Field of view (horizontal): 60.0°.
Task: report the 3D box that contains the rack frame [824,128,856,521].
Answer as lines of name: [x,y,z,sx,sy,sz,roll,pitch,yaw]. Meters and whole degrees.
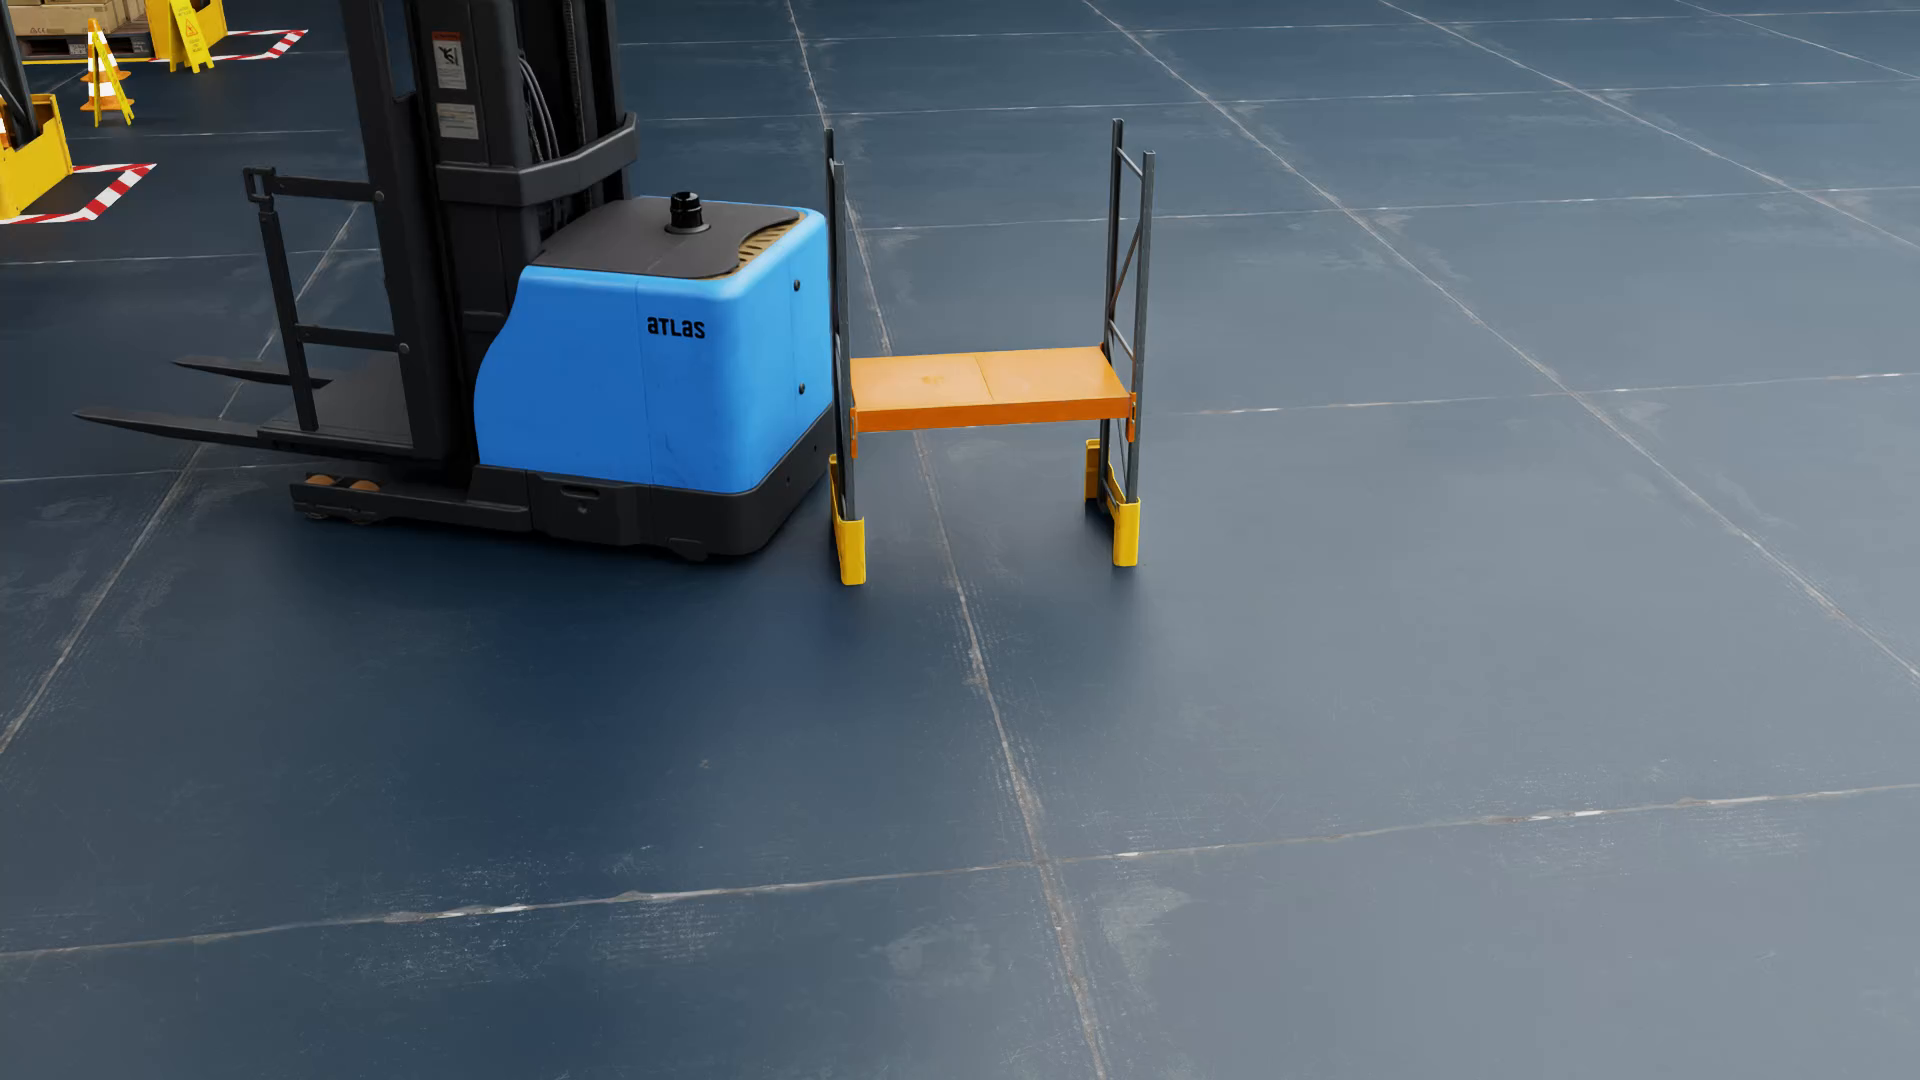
rack frame: [-0.419,-0.640,5.855,0.032,1.500,0.500,-4,27,-7]

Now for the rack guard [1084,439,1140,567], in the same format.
rack guard: [0.569,-0.148,6.264,0.087,0.250,0.587,-4,27,-7]

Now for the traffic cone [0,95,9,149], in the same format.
traffic cone: [-6.701,-2.994,11.579,0.334,0.463,0.336,-4,27,-7]

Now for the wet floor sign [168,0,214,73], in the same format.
wet floor sign: [-6.430,-4.227,13.781,0.232,0.644,0.267,6,28,11]

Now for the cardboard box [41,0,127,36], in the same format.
cardboard box: [-7.554,-4.535,14.354,0.500,0.250,0.500,-4,27,-7]

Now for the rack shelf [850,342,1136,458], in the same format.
rack shelf: [0.084,-0.513,6.000,1.000,0.185,0.538,-4,27,-7]

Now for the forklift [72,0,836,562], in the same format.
forklift: [-2.066,-1.585,6.128,3.031,2.935,1.130,7,28,13]

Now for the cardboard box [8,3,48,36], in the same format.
cardboard box: [-8.044,-4.507,14.300,0.500,0.250,0.500,-4,27,-7]

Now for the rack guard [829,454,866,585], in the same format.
rack guard: [-0.418,-0.084,6.141,0.087,0.250,0.587,-4,27,-7]

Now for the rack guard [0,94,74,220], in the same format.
rack guard: [-5.953,-2.404,10.388,0.348,0.500,1.175,-4,27,-7]

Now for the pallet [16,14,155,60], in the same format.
pallet: [-7.652,-4.465,14.720,1.213,0.211,1.003,-4,27,-7]

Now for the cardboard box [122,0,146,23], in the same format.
cardboard box: [-7.604,-4.783,14.838,0.500,0.250,0.500,-4,27,-8]

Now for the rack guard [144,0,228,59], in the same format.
rack guard: [-6.842,-4.629,14.724,0.348,0.500,1.175,-4,27,-7]

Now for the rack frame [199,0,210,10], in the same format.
rack frame: [-6.767,-5.746,14.163,0.127,3.000,1.000,-4,27,-7]

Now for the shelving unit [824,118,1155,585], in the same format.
shelving unit: [0.075,-0.672,5.917,1.083,1.500,0.587,-4,27,-7]

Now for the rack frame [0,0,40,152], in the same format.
rack frame: [-5.977,-3.515,9.814,0.127,3.000,1.000,-4,27,-7]

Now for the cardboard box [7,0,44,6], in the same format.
cardboard box: [-8.040,-4.840,14.127,0.500,0.500,0.500,-3,27,-5]

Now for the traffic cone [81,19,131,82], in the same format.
traffic cone: [-7.013,-4.007,13.552,0.334,0.463,0.336,-4,27,-7]

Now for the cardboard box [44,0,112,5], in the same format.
cardboard box: [-7.524,-4.874,14.194,0.500,0.500,0.500,-4,27,-7]

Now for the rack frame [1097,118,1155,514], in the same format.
rack frame: [0.588,-0.705,5.981,0.032,1.500,0.500,-4,27,-7]

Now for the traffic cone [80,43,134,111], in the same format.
traffic cone: [-6.522,-3.527,12.616,0.334,0.463,0.336,-4,27,-7]

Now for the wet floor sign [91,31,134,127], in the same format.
wet floor sign: [-6.224,-3.364,12.100,0.232,0.644,0.267,-8,28,-16]
